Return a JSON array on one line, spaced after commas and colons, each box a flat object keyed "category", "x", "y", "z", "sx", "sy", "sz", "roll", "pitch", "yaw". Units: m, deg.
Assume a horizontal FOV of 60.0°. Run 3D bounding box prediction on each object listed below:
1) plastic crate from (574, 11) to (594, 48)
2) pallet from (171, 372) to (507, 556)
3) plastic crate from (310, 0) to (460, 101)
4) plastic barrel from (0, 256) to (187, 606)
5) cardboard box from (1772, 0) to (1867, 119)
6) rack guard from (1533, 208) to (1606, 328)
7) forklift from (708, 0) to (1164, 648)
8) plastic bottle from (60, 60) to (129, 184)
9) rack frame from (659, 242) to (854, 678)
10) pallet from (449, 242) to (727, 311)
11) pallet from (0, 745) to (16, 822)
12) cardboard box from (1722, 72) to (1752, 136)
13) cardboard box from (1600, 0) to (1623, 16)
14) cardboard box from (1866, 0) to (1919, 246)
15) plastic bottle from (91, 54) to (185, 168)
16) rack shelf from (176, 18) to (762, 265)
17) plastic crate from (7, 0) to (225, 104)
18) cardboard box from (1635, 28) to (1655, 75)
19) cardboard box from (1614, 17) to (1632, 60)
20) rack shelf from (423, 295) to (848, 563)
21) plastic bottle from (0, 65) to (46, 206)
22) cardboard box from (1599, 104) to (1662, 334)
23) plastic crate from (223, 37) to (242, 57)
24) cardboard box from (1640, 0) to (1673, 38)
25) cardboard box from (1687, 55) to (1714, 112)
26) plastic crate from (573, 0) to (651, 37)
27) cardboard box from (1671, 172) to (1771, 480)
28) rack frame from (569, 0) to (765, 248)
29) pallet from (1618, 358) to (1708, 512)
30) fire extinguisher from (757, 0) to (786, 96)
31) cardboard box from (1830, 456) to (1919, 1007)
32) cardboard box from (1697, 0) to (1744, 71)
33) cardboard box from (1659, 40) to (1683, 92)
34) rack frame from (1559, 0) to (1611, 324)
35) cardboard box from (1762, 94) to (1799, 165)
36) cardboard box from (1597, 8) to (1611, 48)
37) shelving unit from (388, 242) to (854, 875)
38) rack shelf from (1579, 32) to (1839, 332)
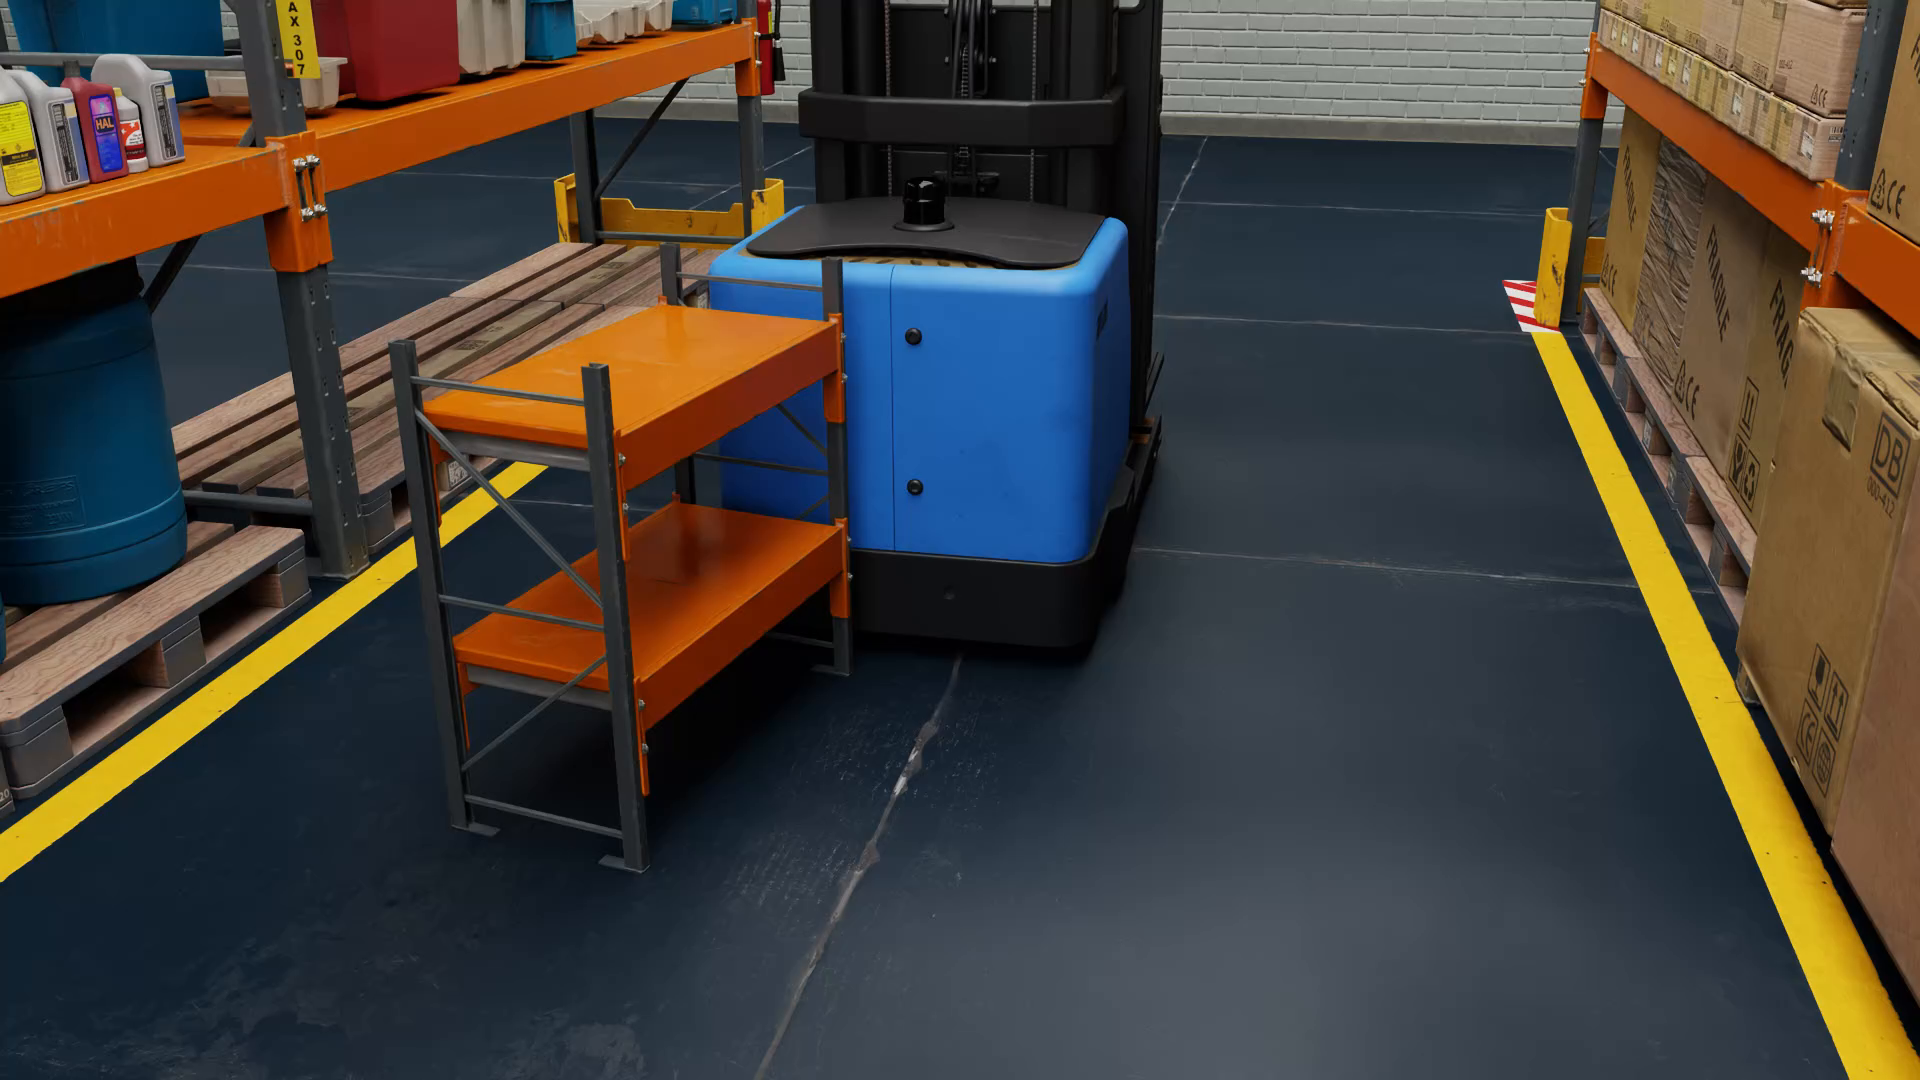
[{"category": "plastic crate", "x": -1.646, "y": -2.061, "z": 6.728, "sx": 0.298, "sy": 0.136, "sz": 0.250, "roll": 4, "pitch": 22, "yaw": 11}, {"category": "pallet", "x": -2.212, "y": -0.301, "z": 5.819, "sx": 1.003, "sy": 0.211, "sz": 1.213, "roll": 4, "pitch": 22, "yaw": 11}, {"category": "plastic crate", "x": -1.897, "y": -1.688, "z": 5.363, "sx": 0.402, "sy": 0.464, "sz": 0.583, "roll": 4, "pitch": 22, "yaw": 11}, {"category": "plastic barrel", "x": -2.452, "y": -0.347, "z": 4.446, "sx": 0.600, "sy": 0.901, "sz": 0.708, "roll": 4, "pitch": 22, "yaw": 11}, {"category": "cardboard box", "x": 2.358, "y": -1.195, "z": 4.109, "sx": 0.500, "sy": 0.250, "sz": 0.500, "roll": 4, "pitch": 22, "yaw": 10}, {"category": "rack guard", "x": 3.346, "y": -1.257, "z": 7.807, "sx": 1.175, "sy": 0.500, "sz": 0.348, "roll": 4, "pitch": 22, "yaw": 11}, {"category": "forklift", "x": 0.126, "y": -1.590, "z": 5.379, "sx": 1.130, "sy": 2.935, "sz": 3.031, "roll": 4, "pitch": 22, "yaw": 11}, {"category": "plastic bottle", "x": -2.091, "y": -1.012, "z": 4.007, "sx": 0.061, "sy": 0.283, "sz": 0.133, "roll": 4, "pitch": 22, "yaw": 11}, {"category": "rack frame", "x": -0.523, "y": -0.195, "z": 4.332, "sx": 0.500, "sy": 1.125, "sz": 0.032, "roll": 9, "pitch": 24, "yaw": 21}, {"category": "pallet", "x": -1.714, "y": -1.194, "z": 8.035, "sx": 1.003, "sy": 0.211, "sz": 1.213, "roll": 4, "pitch": 22, "yaw": 11}, {"category": "pallet", "x": -2.769, "y": 0.697, "z": 3.340, "sx": 1.003, "sy": 0.211, "sz": 1.213, "roll": 4, "pitch": 22, "yaw": 11}, {"category": "cardboard box", "x": 2.423, "y": -1.247, "z": 4.772, "sx": 0.380, "sy": 0.149, "sz": 0.250, "roll": 5, "pitch": 22, "yaw": 12}, {"category": "cardboard box", "x": 2.978, "y": -2.322, "z": 6.906, "sx": 0.500, "sy": 0.250, "sz": 0.500, "roll": 4, "pitch": 22, "yaw": 9}, {"category": "cardboard box", "x": 2.186, "y": -0.843, "z": 3.297, "sx": 0.500, "sy": 0.500, "sz": 0.500, "roll": 5, "pitch": 22, "yaw": 11}, {"category": "plastic bottle", "x": -2.088, "y": -1.097, "z": 4.227, "sx": 0.152, "sy": 0.276, "sz": 0.135, "roll": 4, "pitch": 22, "yaw": 11}, {"category": "rack shelf", "x": -1.916, "y": -1.721, "z": 6.574, "sx": 1.077, "sy": 0.370, "sz": 4.000, "roll": 4, "pitch": 22, "yaw": 11}, {"category": "plastic crate", "x": -2.563, "y": -1.540, "z": 5.103, "sx": 0.392, "sy": 0.384, "sz": 0.575, "roll": 4, "pitch": 22, "yaw": 11}, {"category": "cardboard box", "x": 2.737, "y": -1.811, "z": 6.171, "sx": 0.380, "sy": 0.149, "sz": 0.250, "roll": 4, "pitch": 22, "yaw": 10}, {"category": "cardboard box", "x": 2.842, "y": -1.999, "z": 6.639, "sx": 0.380, "sy": 0.149, "sz": 0.250, "roll": 4, "pitch": 22, "yaw": 10}, {"category": "rack shelf", "x": -0.715, "y": -0.291, "z": 3.786, "sx": 0.538, "sy": 0.278, "sz": 1.000, "roll": 9, "pitch": 24, "yaw": 21}, {"category": "plastic bottle", "x": -2.191, "y": -0.939, "z": 3.736, "sx": 0.144, "sy": 0.351, "sz": 0.185, "roll": 4, "pitch": 22, "yaw": 11}, {"category": "cardboard box", "x": 3.288, "y": -1.377, "z": 7.040, "sx": 0.875, "sy": 0.875, "sz": 0.875, "roll": 4, "pitch": 22, "yaw": 11}, {"category": "plastic crate", "x": -2.359, "y": -1.653, "z": 5.731, "sx": 0.437, "sy": 0.125, "sz": 0.590, "roll": 4, "pitch": 22, "yaw": 11}, {"category": "cardboard box", "x": 2.773, "y": -1.948, "z": 5.977, "sx": 0.500, "sy": 0.250, "sz": 0.500, "roll": 4, "pitch": 22, "yaw": 9}, {"category": "cardboard box", "x": 2.528, "y": -1.435, "z": 5.238, "sx": 0.380, "sy": 0.149, "sz": 0.250, "roll": 4, "pitch": 22, "yaw": 10}, {"category": "plastic crate", "x": -1.570, "y": -2.274, "z": 7.258, "sx": 0.396, "sy": 0.136, "sz": 0.243, "roll": 4, "pitch": 22, "yaw": 11}, {"category": "cardboard box", "x": 2.921, "y": -0.719, "z": 5.406, "sx": 0.875, "sy": 0.875, "sz": 0.875, "roll": 4, "pitch": 22, "yaw": 11}, {"category": "rack frame", "x": -1.508, "y": -2.786, "z": 8.255, "sx": 1.000, "sy": 3.000, "sz": 0.127, "roll": 4, "pitch": 22, "yaw": 11}, {"category": "pallet", "x": 3.003, "y": -0.371, "z": 5.993, "sx": 1.003, "sy": 0.211, "sz": 1.213, "roll": 4, "pitch": 22, "yaw": 11}, {"category": "fire extinguisher", "x": -1.032, "y": -2.597, "z": 8.390, "sx": 0.296, "sy": 0.674, "sz": 0.183, "roll": 4, "pitch": 22, "yaw": 11}, {"category": "cardboard box", "x": 2.232, "y": 0.408, "z": 2.608, "sx": 1.225, "sy": 0.875, "sz": 0.875, "roll": 4, "pitch": 22, "yaw": 9}, {"category": "cardboard box", "x": 2.565, "y": -1.571, "z": 5.043, "sx": 0.500, "sy": 0.250, "sz": 0.500, "roll": 5, "pitch": 22, "yaw": 12}, {"category": "cardboard box", "x": 2.633, "y": -1.624, "z": 5.708, "sx": 0.380, "sy": 0.149, "sz": 0.250, "roll": 4, "pitch": 22, "yaw": 10}, {"category": "rack frame", "x": 3.341, "y": -2.408, "z": 7.318, "sx": 1.000, "sy": 3.000, "sz": 0.127, "roll": 4, "pitch": 22, "yaw": 11}, {"category": "cardboard box", "x": 2.318, "y": -1.060, "z": 4.306, "sx": 0.380, "sy": 0.149, "sz": 0.250, "roll": 5, "pitch": 22, "yaw": 12}, {"category": "cardboard box", "x": 2.945, "y": -2.187, "z": 7.105, "sx": 0.380, "sy": 0.149, "sz": 0.250, "roll": 5, "pitch": 22, "yaw": 12}, {"category": "shelving unit", "x": -0.715, "y": -0.019, "z": 3.896, "sx": 0.538, "sy": 1.125, "sz": 1.048, "roll": 9, "pitch": 24, "yaw": 21}, {"category": "rack shelf", "x": 2.933, "y": -1.343, "z": 5.636, "sx": 1.077, "sy": 0.370, "sz": 4.000, "roll": 4, "pitch": 22, "yaw": 11}]
